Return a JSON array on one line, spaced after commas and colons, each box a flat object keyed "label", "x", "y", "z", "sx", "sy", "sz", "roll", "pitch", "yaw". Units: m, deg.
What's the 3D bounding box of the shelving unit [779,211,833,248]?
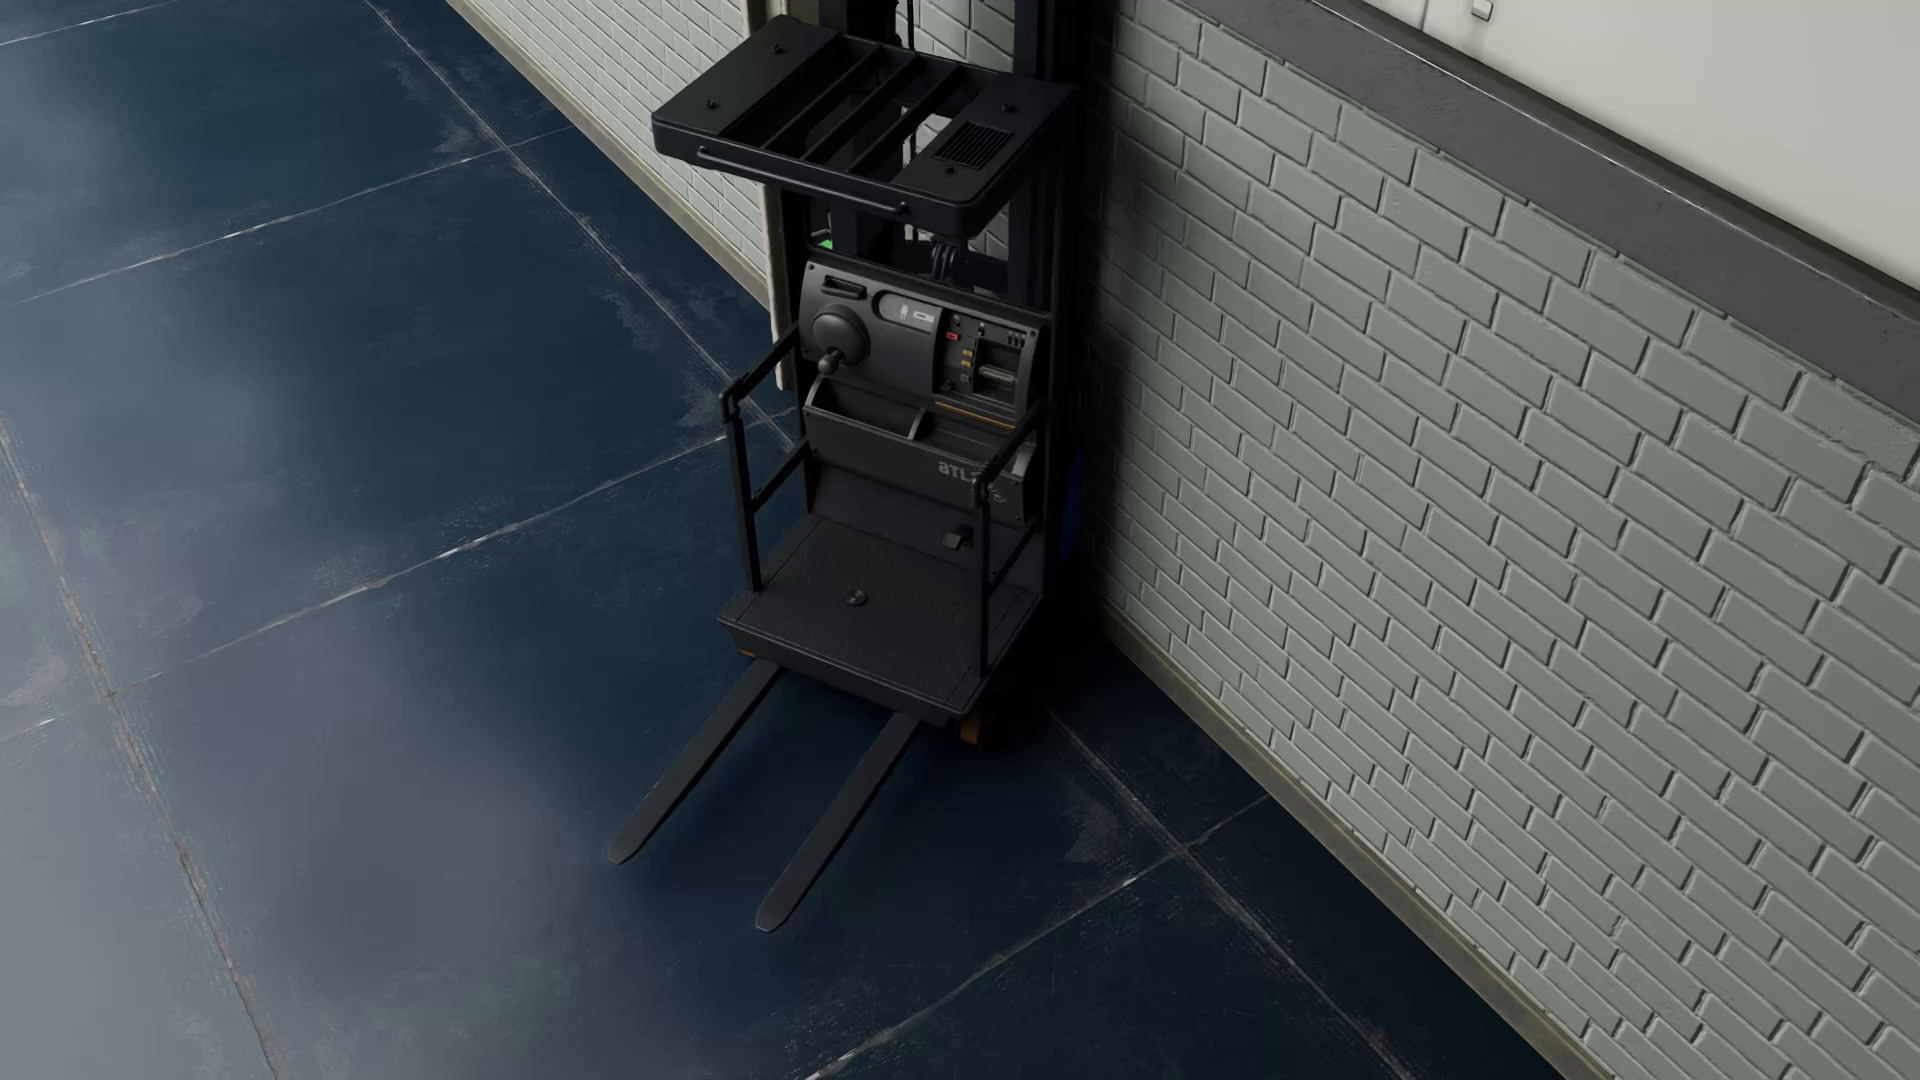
[{"label": "shelving unit", "x": -0.516, "y": -0.773, "z": 7.269, "sx": 0.258, "sy": 1.200, "sz": 0.503, "roll": -19, "pitch": 46, "yaw": -14}]

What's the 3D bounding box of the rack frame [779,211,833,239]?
[{"label": "rack frame", "x": -0.611, "y": -0.926, "z": 7.433, "sx": 0.240, "sy": 1.200, "sz": 0.015, "roll": -19, "pitch": 46, "yaw": -14}]

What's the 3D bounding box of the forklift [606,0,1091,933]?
[{"label": "forklift", "x": -0.248, "y": -0.624, "z": 5.772, "sx": 1.130, "sy": 2.935, "sz": 3.031, "roll": 19, "pitch": 47, "yaw": 19}]

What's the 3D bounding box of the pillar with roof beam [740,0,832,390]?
[{"label": "pillar with roof beam", "x": -4.178, "y": -2.253, "z": 3.084, "sx": 9.100, "sy": 9.000, "sz": 0.400, "roll": -26, "pitch": 49, "yaw": -24}]

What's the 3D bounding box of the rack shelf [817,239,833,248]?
[{"label": "rack shelf", "x": -0.541, "y": -1.068, "z": 6.977, "sx": 0.258, "sy": 0.148, "sz": 0.480, "roll": -19, "pitch": 46, "yaw": -14}]
